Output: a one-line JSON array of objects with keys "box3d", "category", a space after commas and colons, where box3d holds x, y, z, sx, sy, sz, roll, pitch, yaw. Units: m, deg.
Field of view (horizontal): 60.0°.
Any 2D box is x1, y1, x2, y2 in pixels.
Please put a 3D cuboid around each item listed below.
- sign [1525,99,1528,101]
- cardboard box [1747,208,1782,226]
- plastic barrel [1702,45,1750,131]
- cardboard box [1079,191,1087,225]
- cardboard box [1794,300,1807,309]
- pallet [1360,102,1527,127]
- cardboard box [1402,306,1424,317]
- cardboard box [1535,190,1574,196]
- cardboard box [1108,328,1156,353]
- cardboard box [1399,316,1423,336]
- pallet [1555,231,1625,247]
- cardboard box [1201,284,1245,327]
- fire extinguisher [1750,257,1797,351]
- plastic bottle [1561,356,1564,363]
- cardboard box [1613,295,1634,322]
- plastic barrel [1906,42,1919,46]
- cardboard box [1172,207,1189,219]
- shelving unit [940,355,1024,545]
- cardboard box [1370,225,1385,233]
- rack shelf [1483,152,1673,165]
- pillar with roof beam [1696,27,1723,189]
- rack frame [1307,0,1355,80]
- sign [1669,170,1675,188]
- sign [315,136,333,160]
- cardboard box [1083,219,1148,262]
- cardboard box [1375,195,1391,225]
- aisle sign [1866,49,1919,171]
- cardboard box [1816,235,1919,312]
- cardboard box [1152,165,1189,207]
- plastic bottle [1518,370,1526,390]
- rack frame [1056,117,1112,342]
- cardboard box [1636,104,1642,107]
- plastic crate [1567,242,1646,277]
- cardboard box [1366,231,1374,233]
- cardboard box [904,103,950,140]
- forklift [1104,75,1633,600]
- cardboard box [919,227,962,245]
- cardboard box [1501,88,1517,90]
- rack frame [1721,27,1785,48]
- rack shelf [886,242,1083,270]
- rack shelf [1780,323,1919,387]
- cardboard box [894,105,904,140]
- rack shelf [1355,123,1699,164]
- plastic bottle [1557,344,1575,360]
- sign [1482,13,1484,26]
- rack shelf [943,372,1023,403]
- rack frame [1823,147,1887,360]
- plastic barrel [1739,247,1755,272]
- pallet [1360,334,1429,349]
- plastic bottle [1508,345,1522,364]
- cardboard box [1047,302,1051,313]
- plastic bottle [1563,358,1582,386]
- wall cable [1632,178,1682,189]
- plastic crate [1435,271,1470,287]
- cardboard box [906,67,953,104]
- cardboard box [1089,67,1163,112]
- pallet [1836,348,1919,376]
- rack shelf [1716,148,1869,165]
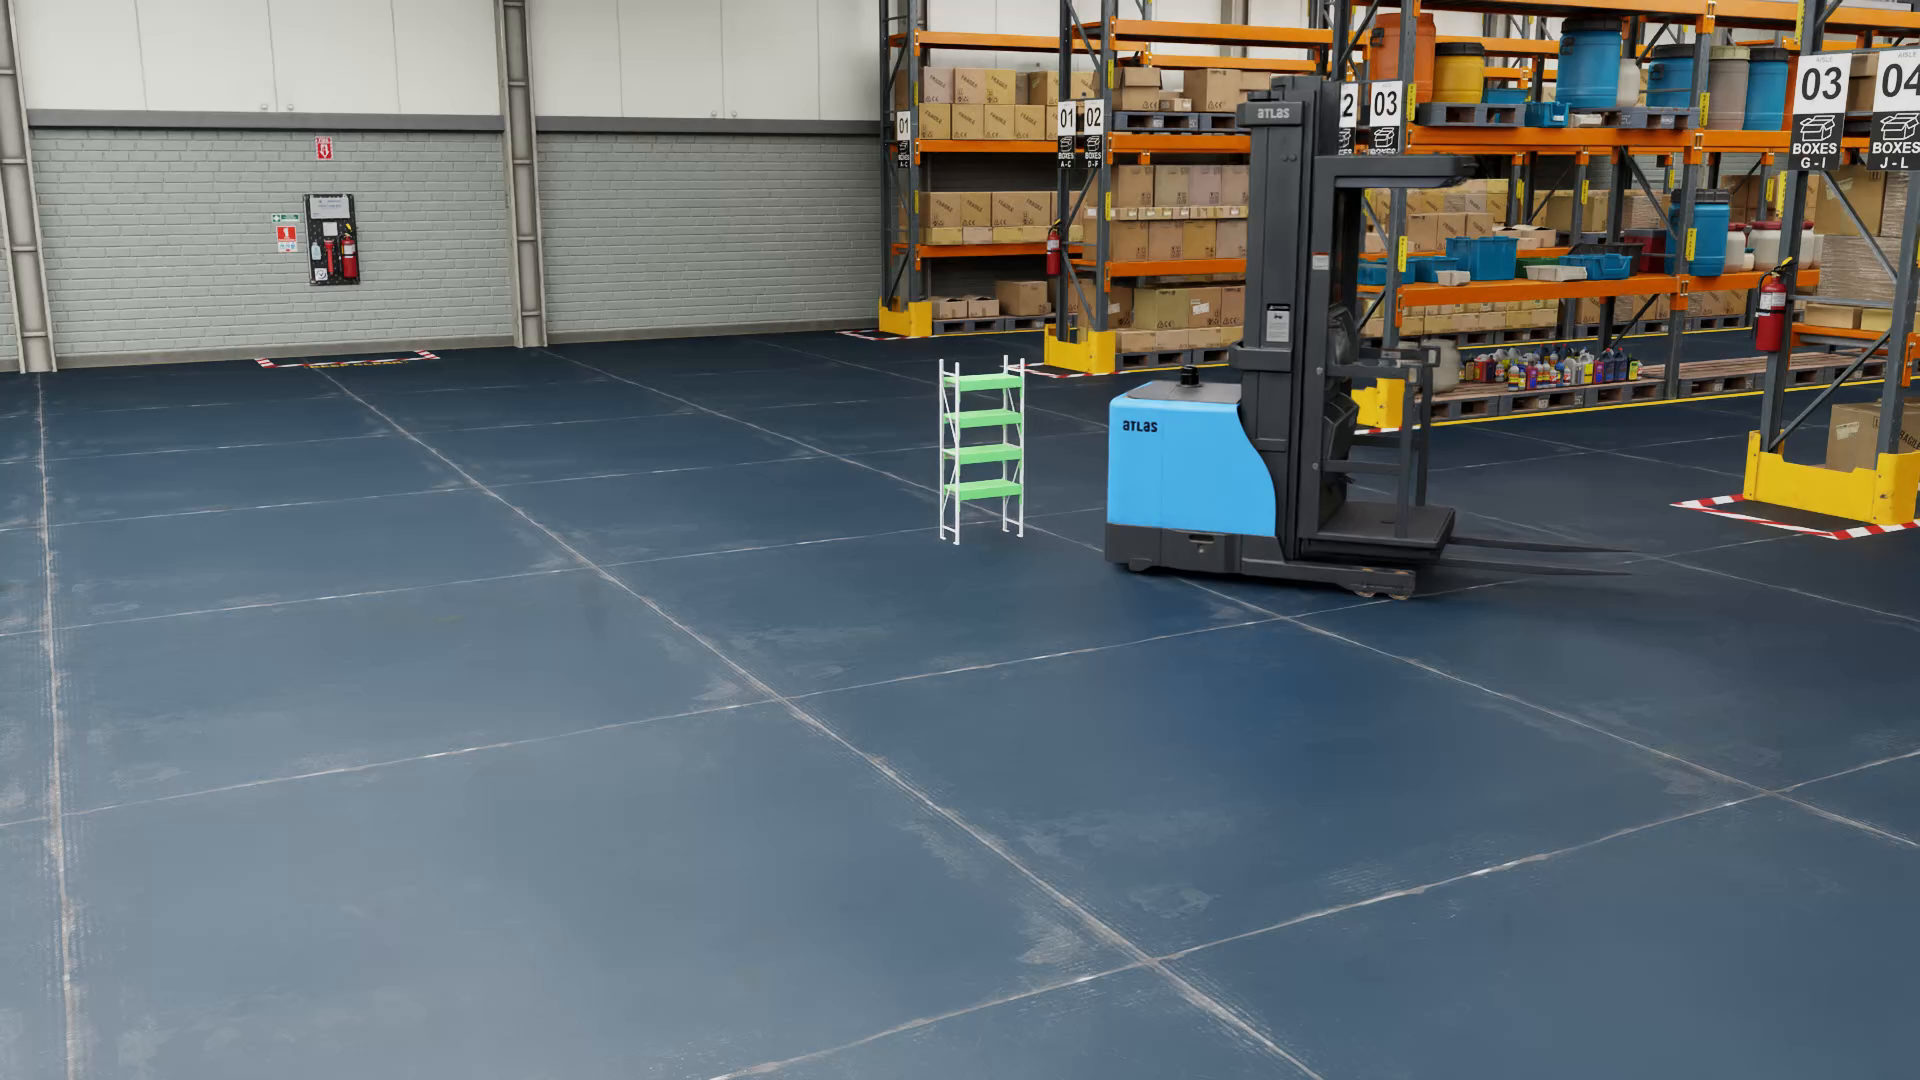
[{"box3d": [9.914, -7.572, 29.197, 0.005, 0.325, 0.100, -7, 14, -28], "category": "sign"}, {"box3d": [12.600, -4.902, 25.832, 0.500, 0.500, 0.500, -6, 14, -26], "category": "cardboard box"}, {"box3d": [8.287, -4.928, 18.200, 0.600, 0.901, 0.600, 0, 13, 0], "category": "plastic barrel"}, {"box3d": [1.922, -5.104, 25.546, 0.500, 0.500, 0.500, -7, 14, -28], "category": "cardboard box"}, {"box3d": [13.249, -3.780, 26.524, 0.250, 0.166, 0.380, -7, 14, -28], "category": "cardboard box"}, {"box3d": [4.633, -4.074, 15.979, 1.213, 0.211, 1.003, -7, 14, -28], "category": "pallet"}, {"box3d": [5.924, -3.195, 22.502, 0.500, 0.311, 0.500, -7, 14, -29], "category": "cardboard box"}, {"box3d": [10.773, -6.082, 30.621, 0.700, 0.700, 0.980, -7, 15, -29], "category": "cardboard box"}, {"box3d": [2.067, -2.467, 20.544, 0.500, 0.250, 0.500, -7, 14, -28], "category": "cardboard box"}, {"box3d": [5.923, -2.922, 22.568, 0.500, 0.250, 0.500, -6, 14, -26], "category": "cardboard box"}, {"box3d": [9.073, -4.423, 24.366, 1.003, 0.211, 1.213, -7, 14, -28], "category": "pallet"}, {"box3d": [3.385, -2.990, 21.161, 0.500, 0.500, 0.500, -7, 14, -28], "category": "cardboard box"}, {"box3d": [5.912, -1.719, 12.093, 0.183, 0.674, 0.296, -7, 14, -28], "category": "fire extinguisher"}, {"box3d": [6.295, -1.772, 17.334, 0.133, 0.283, 0.061, -7, 14, -28], "category": "plastic bottle"}, {"box3d": [9.505, -3.475, 24.412, 0.500, 0.500, 0.500, -7, 15, -30], "category": "cardboard box"}, {"box3d": [11.381, -5.413, 19.565, 0.708, 0.830, 0.600, -7, 14, -28], "category": "plastic barrel"}, {"box3d": [2.610, -4.035, 20.502, 0.250, 0.149, 0.380, -7, 14, -29], "category": "cardboard box"}, {"box3d": [0.145, -0.603, 11.055, 0.503, 1.200, 0.258, -7, 14, -28], "category": "shelving unit"}, {"box3d": [7.034, -5.299, 28.351, 0.250, 0.149, 0.380, -6, 14, -26], "category": "cardboard box"}, {"box3d": [11.401, -7.129, 30.762, 4.000, 0.370, 1.077, -7, 14, -28], "category": "rack shelf"}, {"box3d": [17.175, -8.775, 29.605, 0.400, 9.000, 9.100, -7, 14, -28], "category": "pillar with roof beam"}, {"box3d": [6.135, -8.312, 27.549, 0.127, 3.000, 1.000, -7, 14, -28], "category": "rack frame"}, {"box3d": [13.404, -6.802, 31.323, 0.005, 0.325, 0.100, -7, 14, -28], "category": "sign"}, {"box3d": [-8.196, -5.050, 21.436, 0.199, 0.298, 0.001, -7, 14, -28], "category": "sign"}, {"box3d": [1.905, -3.685, 20.424, 0.500, 0.500, 0.700, -7, 14, -28], "category": "cardboard box"}, {"box3d": [7.148, -5.644, 28.407, 0.500, 0.500, 0.500, -6, 14, -26], "category": "cardboard box"}, {"box3d": [6.322, -2.884, 11.172, 0.004, 0.787, 0.394, -7, 14, -28], "category": "aisle sign"}, {"box3d": [6.729, -1.927, 11.933, 0.500, 0.500, 0.875, -7, 14, -28], "category": "cardboard box"}, {"box3d": [2.411, -4.380, 20.557, 0.500, 0.500, 0.700, -7, 15, -29], "category": "cardboard box"}, {"box3d": [5.691, -1.626, 16.873, 0.097, 0.201, 0.097, 0, 13, 0], "category": "plastic bottle"}, {"box3d": [1.490, -3.590, 20.228, 0.127, 3.000, 1.000, -7, 14, -28], "category": "rack frame"}, {"box3d": [9.326, -6.050, 24.099, 0.500, 0.500, 0.910, -7, 14, -28], "category": "cardboard box"}, {"box3d": [6.850, -2.995, 17.726, 0.504, 0.338, 0.767, -7, 14, -28], "category": "plastic crate"}, {"box3d": [5.684, -4.073, 22.681, 0.258, 0.266, 0.396, -7, 15, -29], "category": "cardboard box"}, {"box3d": [-0.474, -6.053, 24.068, 0.500, 0.500, 0.500, -6, 14, -26], "category": "cardboard box"}, {"box3d": [2.460, -1.215, 9.834, 3.031, 2.935, 1.130, 5, 14, 21], "category": "forklift"}, {"box3d": [-0.307, -4.471, 24.439, 0.500, 0.250, 0.500, -7, 15, -29], "category": "cardboard box"}, {"box3d": [10.147, -7.935, 30.152, 0.500, 0.500, 0.500, -7, 14, -28], "category": "cardboard box"}, {"box3d": [12.022, -7.779, 25.179, 0.127, 3.000, 1.000, -7, 14, -28], "category": "rack frame"}, {"box3d": [0.868, -4.403, 25.482, 4.000, 0.370, 1.077, -7, 14, -28], "category": "rack shelf"}, {"box3d": [7.988, -1.540, 12.757, 4.000, 0.370, 1.077, -7, 14, -28], "category": "rack shelf"}, {"box3d": [-0.642, -6.159, 24.538, 0.500, 0.500, 0.500, -6, 14, -24], "category": "cardboard box"}, {"box3d": [5.615, -3.958, 16.669, 4.000, 0.370, 1.077, -7, 14, -28], "category": "rack shelf"}, {"box3d": [6.532, -1.945, 17.952, 0.185, 0.351, 0.144, -7, 14, -28], "category": "plastic bottle"}, {"box3d": [9.401, -9.376, 29.786, 0.005, 0.325, 0.100, -7, 14, -28], "category": "sign"}, {"box3d": [0.145, -1.009, 10.963, 0.480, 0.148, 0.258, -7, 14, -28], "category": "rack shelf"}, {"box3d": [10.882, -3.476, 19.724, 0.127, 3.000, 1.000, -7, 14, -28], "category": "rack frame"}, {"box3d": [8.606, -3.098, 18.357, 0.301, 0.262, 0.301, 0, 13, 0], "category": "plastic barrel"}, {"box3d": [5.628, -2.735, 22.782, 1.213, 0.211, 1.003, -7, 14, -28], "category": "pallet"}, {"box3d": [5.924, -1.908, 17.788, 0.185, 0.351, 0.144, -7, 14, -28], "category": "plastic bottle"}, {"box3d": [1.210, -3.624, 25.872, 0.250, 0.149, 0.380, -8, 15, -32], "category": "cardboard box"}, {"box3d": [6.347, -1.748, 17.244, 0.135, 0.276, 0.152, -7, 14, -27], "category": "plastic bottle"}, {"box3d": [13.827, -7.040, 33.245, 1.851, 1.984, 0.084, -7, 14, -28], "category": "wall cable"}, {"box3d": [4.799, -2.538, 16.157, 0.250, 0.136, 0.298, -7, 14, -28], "category": "plastic crate"}, {"box3d": [-0.433, -6.547, 23.988, 0.500, 0.500, 0.500, -8, 15, -32], "category": "cardboard box"}, {"box3d": [1.996, -5.436, 20.091, 0.637, 0.503, 0.797, -6, 14, -24], "category": "cardboard box"}, {"box3d": [11.554, -2.207, 20.435, 1.213, 0.211, 1.003, -7, 14, -28], "category": "pallet"}, {"box3d": [13.778, -6.175, 26.522, 4.000, 0.370, 1.077, -7, 14, -28], "category": "rack shelf"}]
